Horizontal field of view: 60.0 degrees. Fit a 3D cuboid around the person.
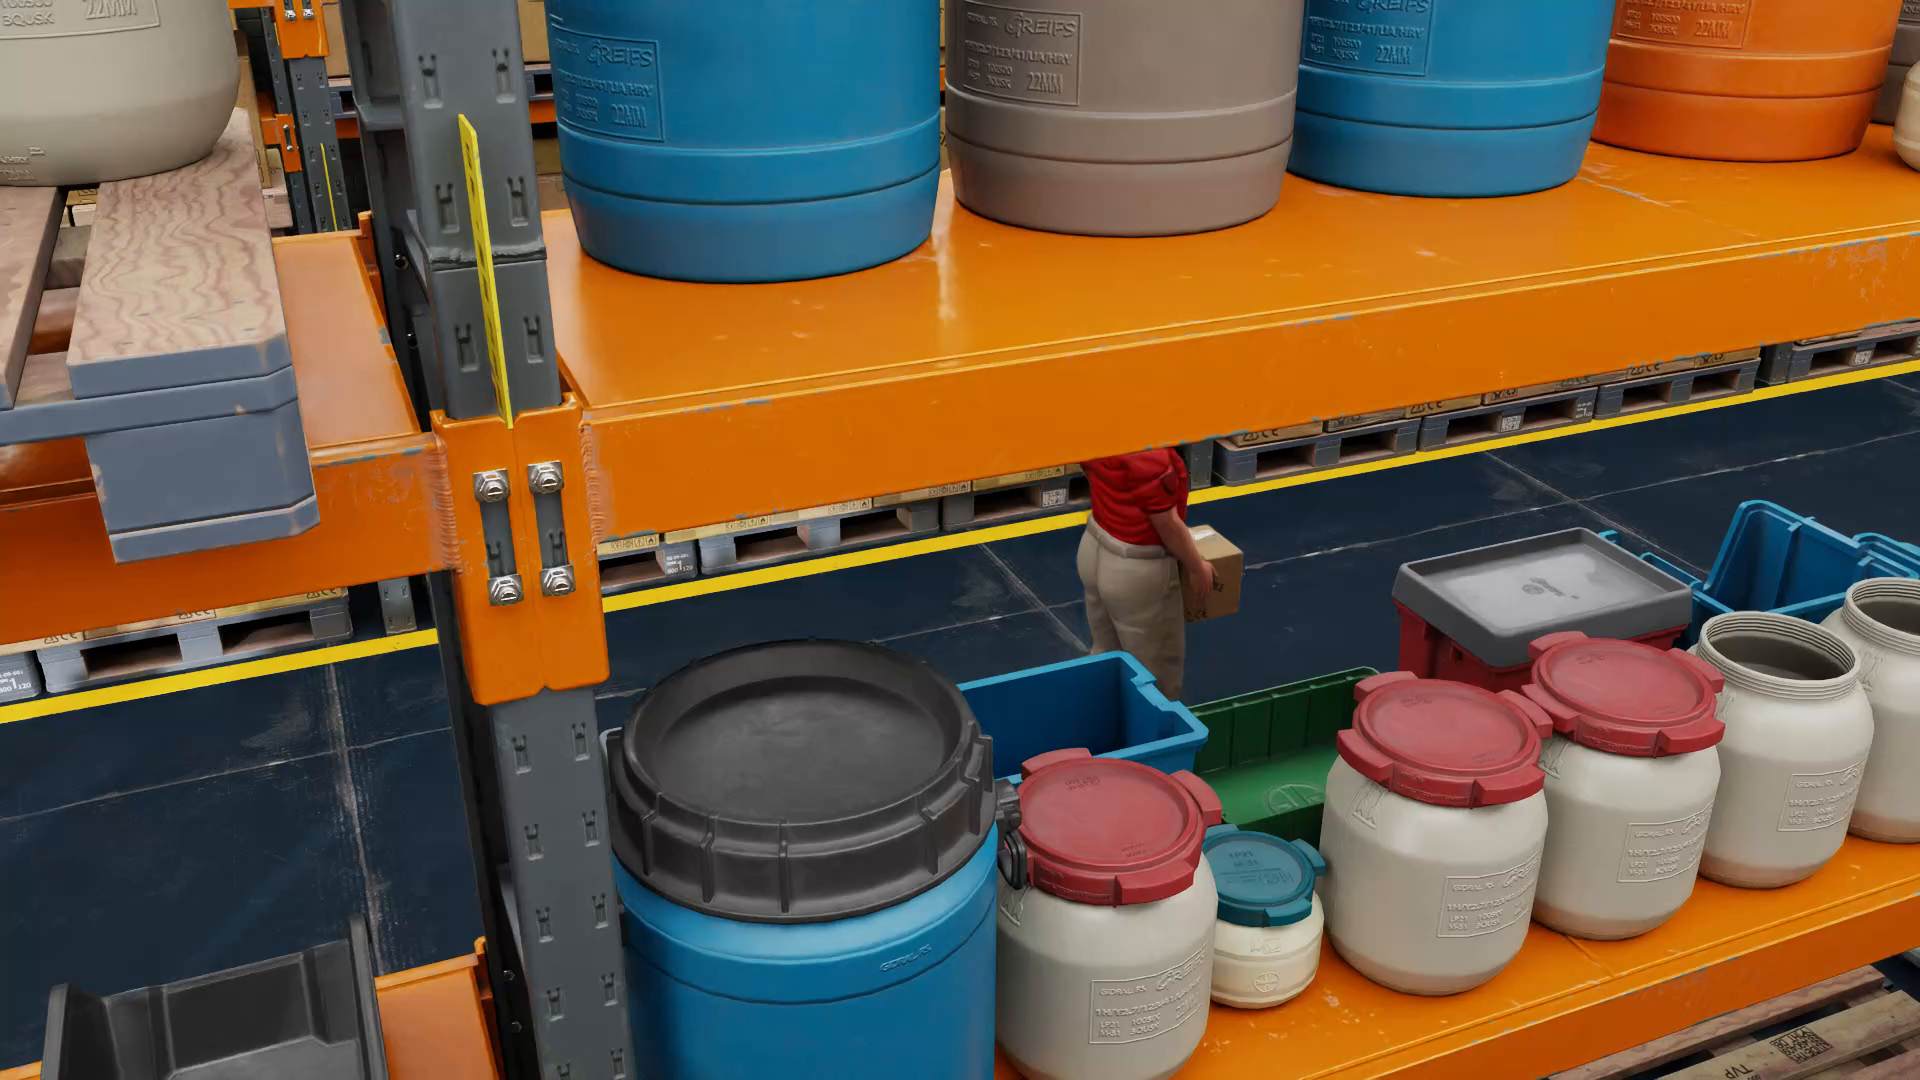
[{"bbox_3d":[0.657,0.093,5.931,0.410,1.729,0.583,-10,28,-21],"label":"person"}]
